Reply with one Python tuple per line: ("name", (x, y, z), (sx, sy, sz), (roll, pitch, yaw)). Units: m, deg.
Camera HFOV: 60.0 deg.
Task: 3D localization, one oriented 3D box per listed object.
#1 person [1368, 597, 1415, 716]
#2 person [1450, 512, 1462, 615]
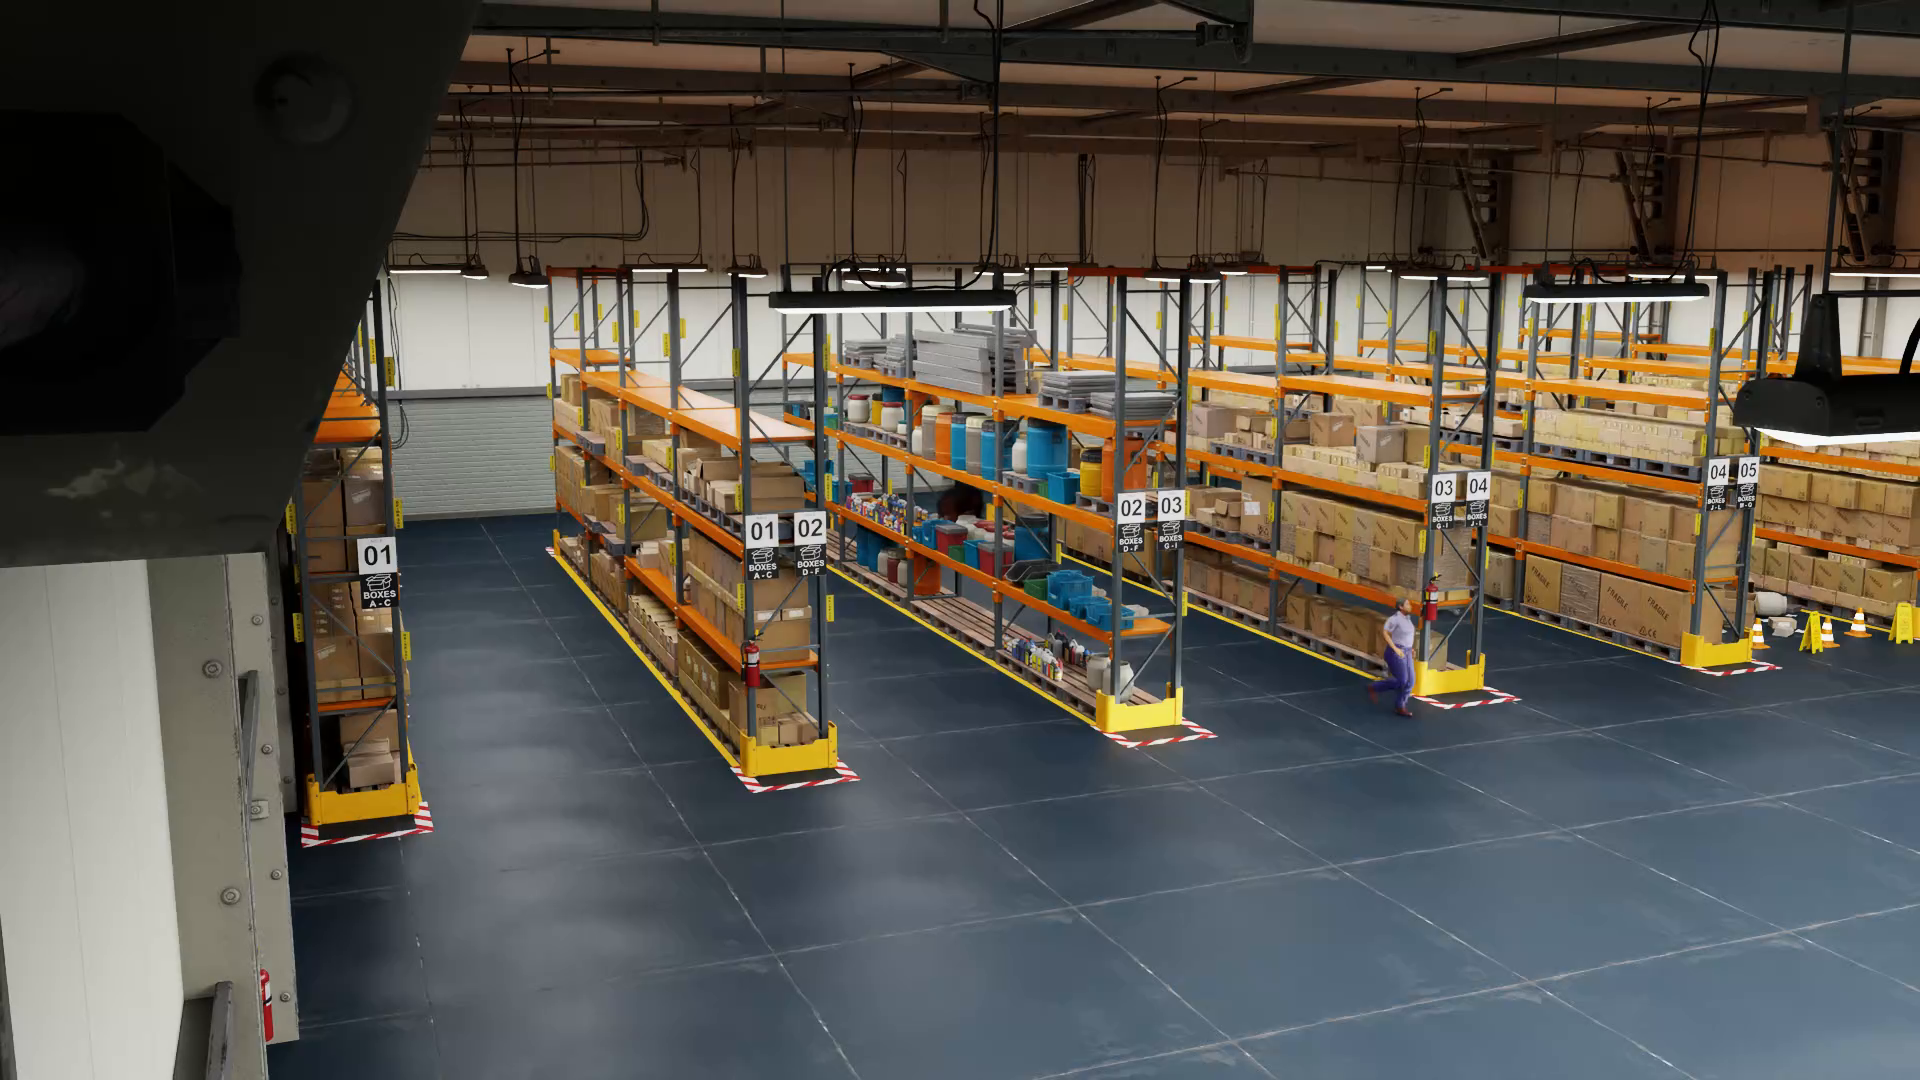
("person", (6.089, 1.586, 23.054), (0.665, 1.572, 0.653), (8, 13, 40))
("person", (8.605, 0.356, 29.251), (0.658, 1.785, 0.983), (-4, 11, -23))
